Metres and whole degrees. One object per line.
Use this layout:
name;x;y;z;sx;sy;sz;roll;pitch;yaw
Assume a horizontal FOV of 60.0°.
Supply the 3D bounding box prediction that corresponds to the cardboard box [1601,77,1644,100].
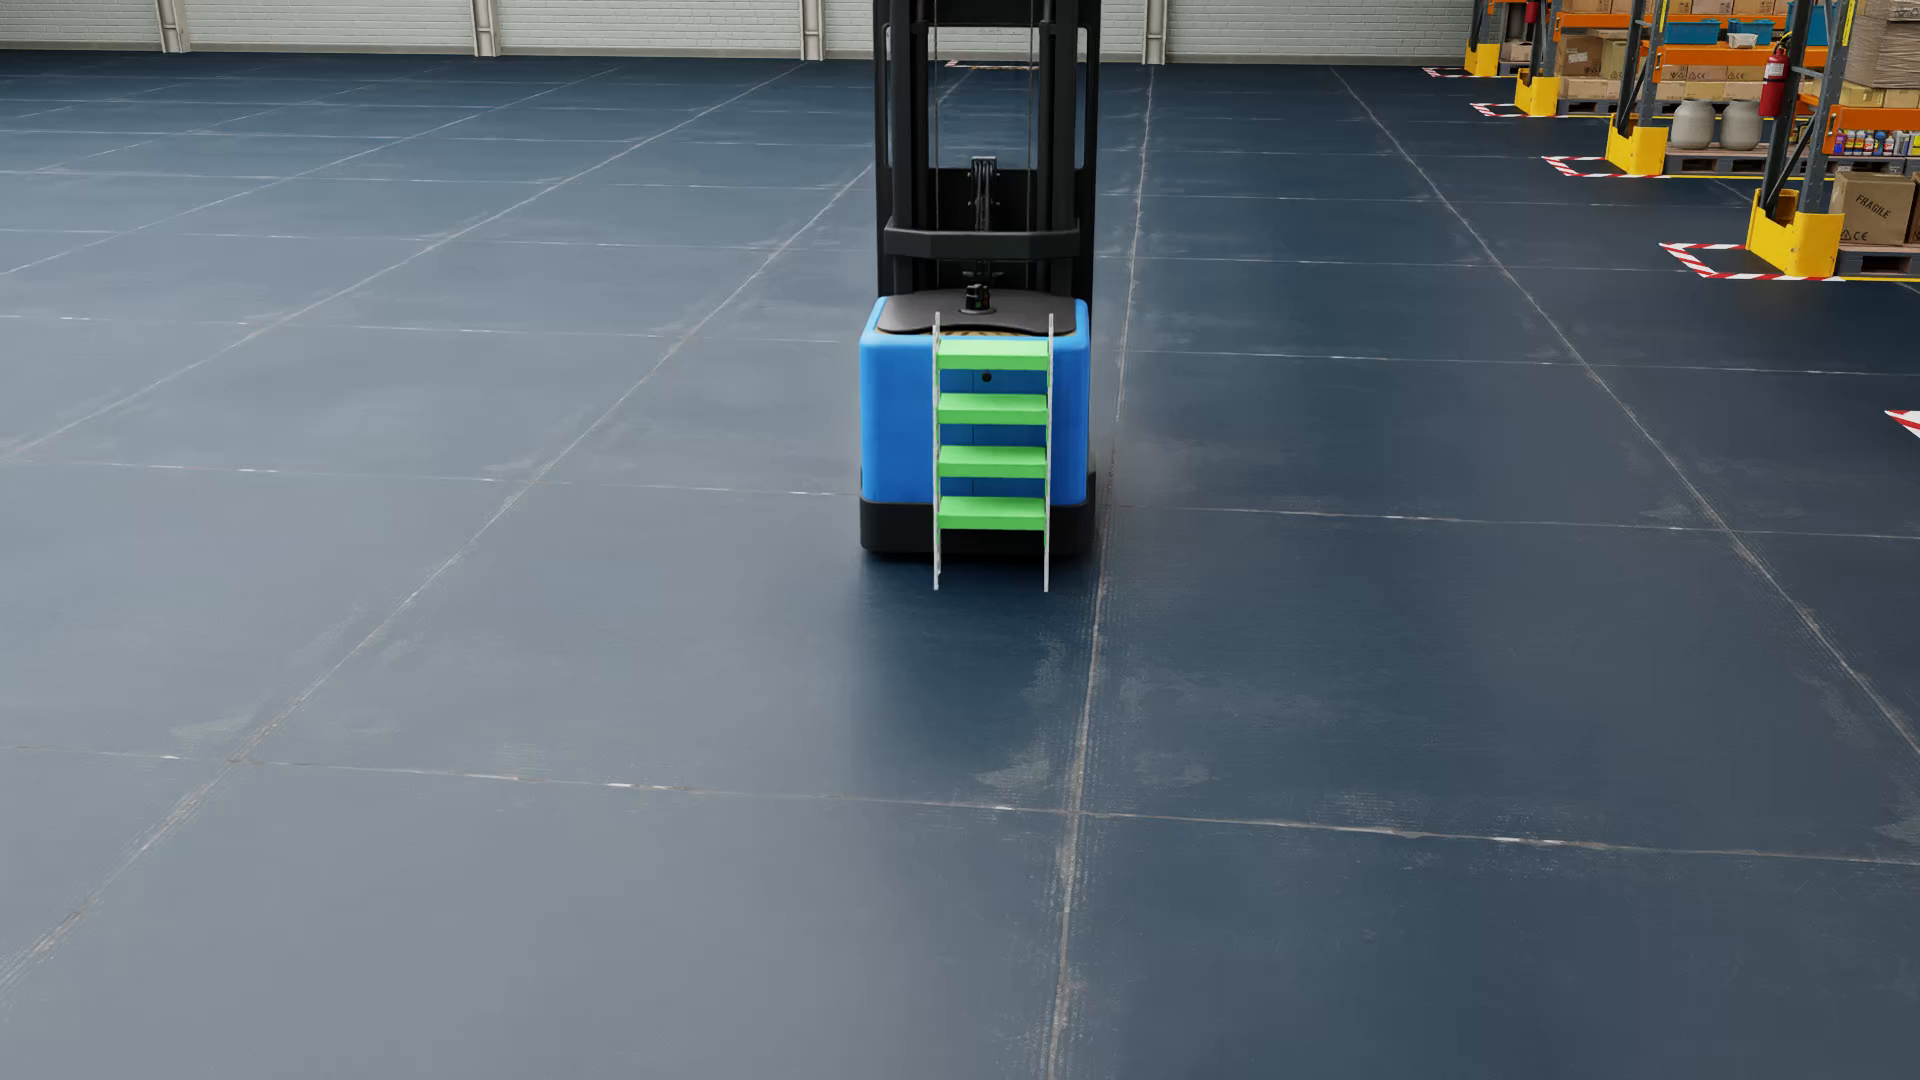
cardboard box;8.944;-6.108;22.478;0.500;0.250;0.500;2;22;6

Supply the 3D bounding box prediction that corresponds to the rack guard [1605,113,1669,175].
rack guard;7.435;-4.359;18.286;0.348;0.500;1.175;2;22;6

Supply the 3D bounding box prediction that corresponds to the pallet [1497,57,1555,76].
pallet;9.398;-7.777;27.323;1.213;0.211;1.003;2;22;6

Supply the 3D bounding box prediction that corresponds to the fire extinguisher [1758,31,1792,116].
fire extinguisher;6.712;-3.837;13.670;0.183;0.674;0.296;2;22;6

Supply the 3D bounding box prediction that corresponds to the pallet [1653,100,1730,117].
pallet;9.913;-5.948;22.697;1.213;0.211;1.003;2;22;6

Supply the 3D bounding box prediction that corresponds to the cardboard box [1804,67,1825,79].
cardboard box;11.489;-6.543;22.558;0.500;0.500;0.500;2;22;6

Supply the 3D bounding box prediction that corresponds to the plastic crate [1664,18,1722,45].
plastic crate;7.886;-5.526;18.040;0.616;0.251;0.499;2;22;6

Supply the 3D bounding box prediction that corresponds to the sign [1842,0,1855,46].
sign;6.708;-3.904;12.557;0.005;0.325;0.100;2;22;6

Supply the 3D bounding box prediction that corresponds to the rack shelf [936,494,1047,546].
rack shelf;0.142;-0.090;7.362;0.480;0.148;0.258;1;22;2

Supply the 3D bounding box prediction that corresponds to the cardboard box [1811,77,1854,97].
cardboard box;7.079;-3.646;13.423;0.250;0.149;0.380;2;22;6

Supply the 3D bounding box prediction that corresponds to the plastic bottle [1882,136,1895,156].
plastic bottle;9.860;-4.187;17.657;0.097;0.201;0.097;0;22;0

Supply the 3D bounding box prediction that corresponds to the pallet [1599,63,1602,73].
pallet;10.606;-7.723;27.188;1.213;0.211;1.003;2;22;6

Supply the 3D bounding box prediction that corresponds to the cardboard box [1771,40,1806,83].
cardboard box;10.932;-6.375;22.133;0.500;0.500;0.500;2;22;6

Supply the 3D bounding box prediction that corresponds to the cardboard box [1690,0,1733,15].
cardboard box;9.941;-7.272;22.117;0.500;0.500;0.700;3;22;8

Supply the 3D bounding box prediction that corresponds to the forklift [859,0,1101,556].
forklift;0.141;-1.788;8.477;1.130;2.935;3.031;1;22;3

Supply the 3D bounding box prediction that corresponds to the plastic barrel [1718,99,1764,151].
plastic barrel;8.514;-4.524;18.115;0.421;0.512;0.421;0;22;0

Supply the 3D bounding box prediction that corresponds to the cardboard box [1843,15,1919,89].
cardboard box;7.314;-3.850;13.059;0.500;0.500;0.875;2;22;6

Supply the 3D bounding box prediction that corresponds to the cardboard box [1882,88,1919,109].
cardboard box;7.272;-3.465;12.967;0.250;0.149;0.380;2;22;6

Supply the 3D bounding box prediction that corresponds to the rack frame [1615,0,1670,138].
rack frame;7.354;-5.508;17.792;0.127;3.000;1.000;2;22;6

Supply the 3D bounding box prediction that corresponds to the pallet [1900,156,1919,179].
pallet;10.664;-4.082;17.978;1.213;0.211;1.003;2;22;6

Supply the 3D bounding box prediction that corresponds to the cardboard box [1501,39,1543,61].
cardboard box;9.197;-8.016;27.195;0.500;0.311;0.500;0;22;0

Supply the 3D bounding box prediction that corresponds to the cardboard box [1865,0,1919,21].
cardboard box;7.285;-4.226;12.649;0.500;0.500;0.500;2;22;6

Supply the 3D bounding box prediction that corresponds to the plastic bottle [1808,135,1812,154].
plastic bottle;9.118;-4.251;17.726;0.097;0.271;0.097;0;22;0

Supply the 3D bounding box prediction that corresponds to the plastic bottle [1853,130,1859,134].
plastic bottle;9.809;-4.413;18.230;0.097;0.201;0.097;0;22;0

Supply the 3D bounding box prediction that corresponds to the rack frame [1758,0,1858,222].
rack frame;6.771;-3.699;13.217;0.127;3.000;1.000;2;22;6

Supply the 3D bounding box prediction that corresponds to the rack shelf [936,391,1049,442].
rack shelf;0.142;-0.536;7.185;0.480;0.148;0.258;1;22;2

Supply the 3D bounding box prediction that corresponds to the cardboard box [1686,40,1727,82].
cardboard box;9.936;-6.411;22.225;0.500;0.500;0.500;2;22;6

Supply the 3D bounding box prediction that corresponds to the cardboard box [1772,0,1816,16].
cardboard box;10.947;-7.227;22.004;0.500;0.500;0.700;2;22;6

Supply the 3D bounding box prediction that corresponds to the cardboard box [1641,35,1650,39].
cardboard box;9.503;-6.629;22.776;0.500;0.500;0.500;2;22;6

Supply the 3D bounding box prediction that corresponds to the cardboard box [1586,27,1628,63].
cardboard box;10.485;-8.030;26.972;0.500;0.500;0.700;1;22;3

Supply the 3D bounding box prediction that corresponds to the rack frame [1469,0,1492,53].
rack frame;8.520;-9.125;26.941;0.127;3.000;1.000;2;22;6

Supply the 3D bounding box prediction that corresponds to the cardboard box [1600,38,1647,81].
cardboard box;8.944;-6.456;22.339;0.500;0.500;0.500;2;22;6

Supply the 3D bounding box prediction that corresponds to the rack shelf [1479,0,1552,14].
rack shelf;10.506;-8.704;26.854;4.000;0.370;1.077;2;22;6

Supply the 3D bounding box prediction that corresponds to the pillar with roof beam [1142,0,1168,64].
pillar with roof beam;2.852;-10.888;23.241;0.400;9.000;9.100;2;22;6

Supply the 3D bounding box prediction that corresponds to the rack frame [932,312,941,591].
rack frame;-0.102;-0.377;7.260;0.015;1.200;0.240;1;22;2

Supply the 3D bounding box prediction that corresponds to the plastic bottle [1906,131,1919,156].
plastic bottle;10.142;-4.252;17.621;0.185;0.351;0.144;2;22;6

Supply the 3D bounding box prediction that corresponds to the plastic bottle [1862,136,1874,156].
plastic bottle;9.656;-4.195;17.680;0.097;0.201;0.097;0;22;0

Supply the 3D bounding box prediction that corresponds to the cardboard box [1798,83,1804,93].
cardboard box;10.931;-6.025;22.269;0.500;0.250;0.500;2;22;6

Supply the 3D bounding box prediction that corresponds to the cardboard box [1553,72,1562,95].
cardboard box;8.508;-6.317;23.008;0.500;0.250;0.500;2;22;6

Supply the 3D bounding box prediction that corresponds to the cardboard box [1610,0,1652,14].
cardboard box;8.925;-7.317;22.231;0.500;0.500;0.700;3;22;8

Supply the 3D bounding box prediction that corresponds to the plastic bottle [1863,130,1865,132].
plastic bottle;9.964;-4.520;18.299;0.185;0.351;0.144;2;22;6

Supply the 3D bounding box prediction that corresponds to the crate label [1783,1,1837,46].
crate label;9.214;-5.543;17.833;0.616;0.435;0.502;2;22;6

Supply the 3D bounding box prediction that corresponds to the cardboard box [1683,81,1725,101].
cardboard box;9.937;-6.063;22.364;0.500;0.250;0.500;2;22;6

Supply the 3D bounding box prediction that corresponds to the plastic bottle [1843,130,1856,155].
plastic bottle;9.458;-4.237;17.689;0.097;0.271;0.097;0;22;0

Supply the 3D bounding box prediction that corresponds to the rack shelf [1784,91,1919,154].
rack shelf;8.757;-3.278;13.131;4.000;0.370;1.077;2;22;6

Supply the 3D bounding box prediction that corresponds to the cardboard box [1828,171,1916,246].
cardboard box;7.389;-2.699;13.516;0.500;0.500;0.500;7;23;16

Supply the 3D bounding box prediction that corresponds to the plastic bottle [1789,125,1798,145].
plastic bottle;9.230;-4.492;18.429;0.097;0.201;0.097;0;22;0

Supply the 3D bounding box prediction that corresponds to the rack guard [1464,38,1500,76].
rack guard;8.596;-7.959;27.392;0.348;0.500;1.175;2;22;6

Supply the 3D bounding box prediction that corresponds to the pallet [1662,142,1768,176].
pallet;8.241;-4.188;18.245;1.213;0.211;1.003;2;22;6

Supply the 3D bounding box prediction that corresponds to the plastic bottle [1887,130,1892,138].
plastic bottle;10.236;-4.458;18.248;0.097;0.271;0.097;0;22;0

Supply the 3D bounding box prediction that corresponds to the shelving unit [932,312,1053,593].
shelving unit;0.142;-0.372;7.250;0.503;1.200;0.258;1;22;2

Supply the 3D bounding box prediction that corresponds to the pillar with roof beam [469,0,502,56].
pillar with roof beam;-9.065;-11.407;24.554;0.400;9.000;9.100;2;22;6

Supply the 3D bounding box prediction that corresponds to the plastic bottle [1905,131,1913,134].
plastic bottle;10.128;-4.260;17.730;0.133;0.283;0.061;2;22;6

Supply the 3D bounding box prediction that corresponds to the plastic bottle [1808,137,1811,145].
plastic bottle;9.477;-4.505;18.362;0.135;0.276;0.152;3;22;7

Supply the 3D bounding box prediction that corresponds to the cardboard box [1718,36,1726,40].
cardboard box;10.496;-6.586;22.667;0.500;0.500;0.500;2;22;6
